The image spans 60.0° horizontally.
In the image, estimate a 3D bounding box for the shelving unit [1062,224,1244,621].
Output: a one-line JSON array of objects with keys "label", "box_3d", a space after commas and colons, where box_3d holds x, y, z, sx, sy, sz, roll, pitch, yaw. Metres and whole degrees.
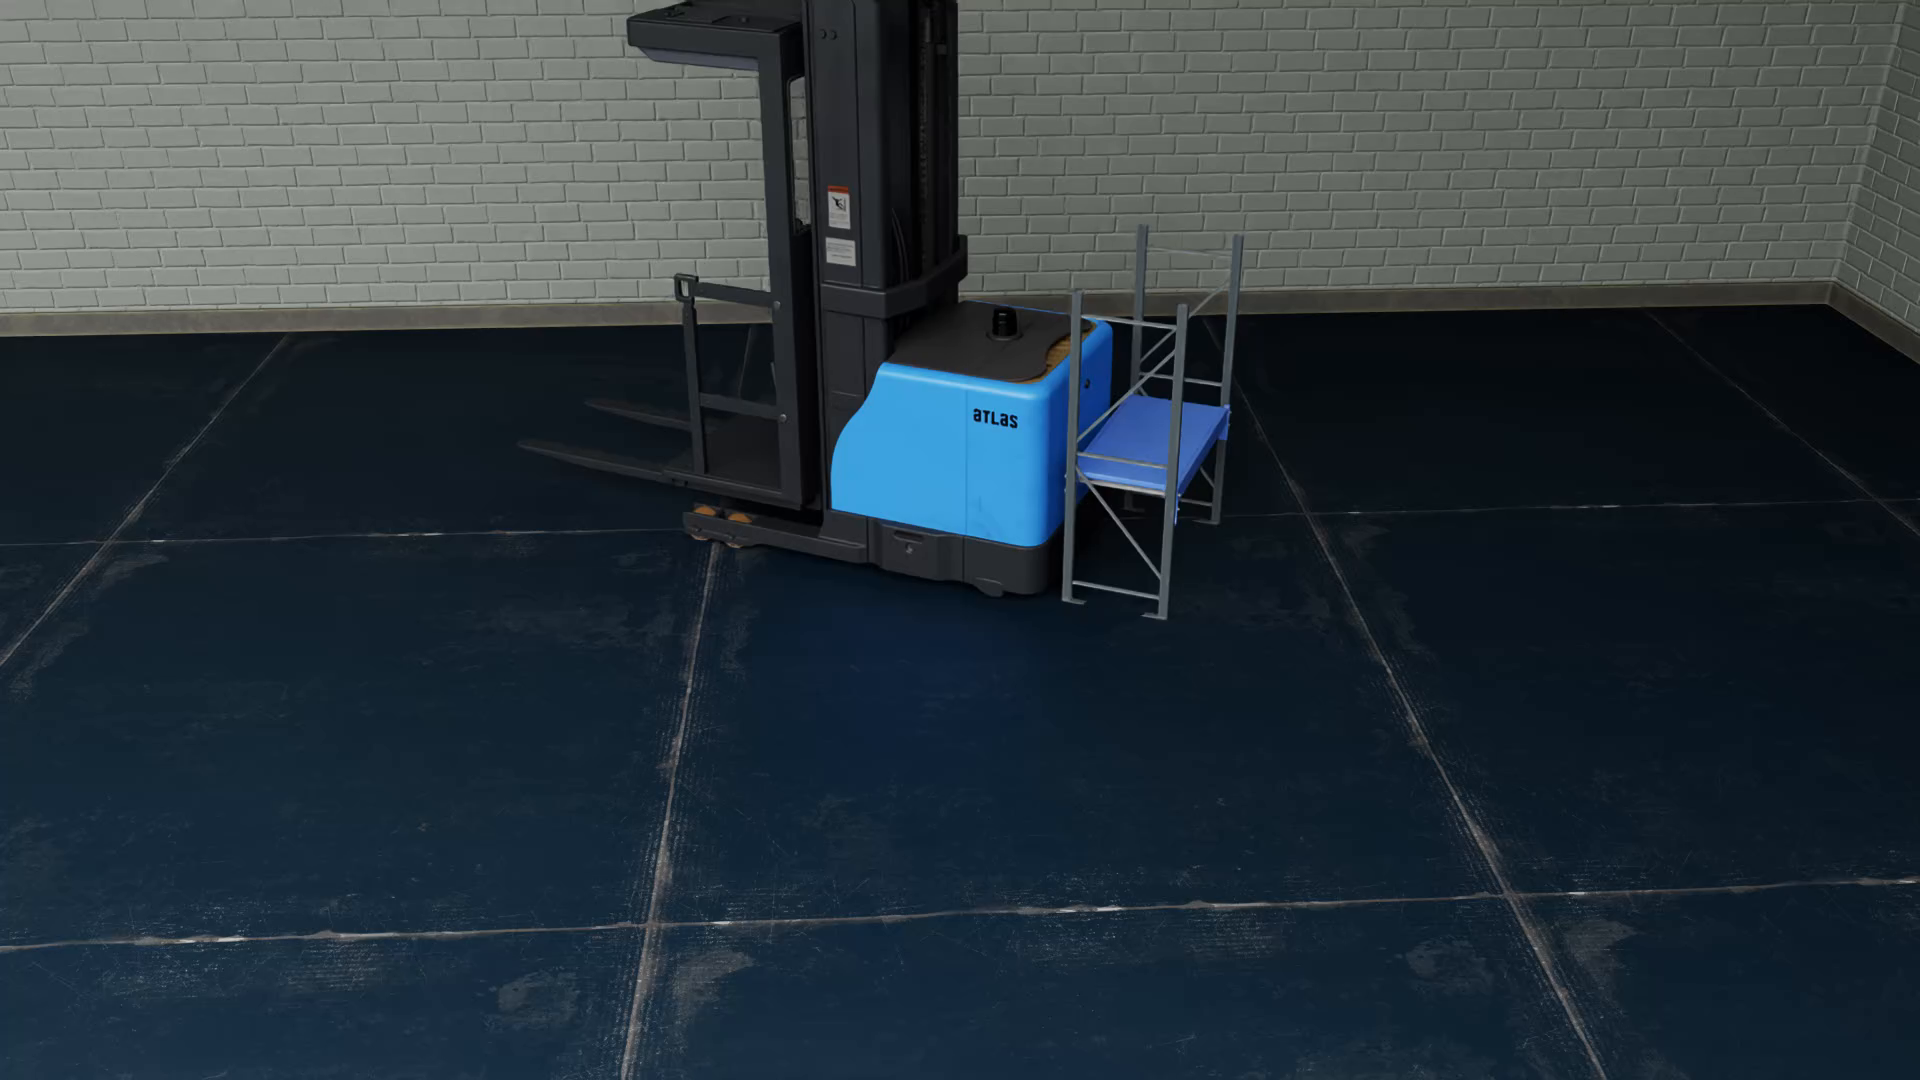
[{"label": "shelving unit", "box_3d": [0.894, -0.565, 7.712, 0.538, 1.500, 1.048, 10, 29, 19]}]

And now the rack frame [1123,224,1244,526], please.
[{"label": "rack frame", "box_3d": [1.078, -0.784, 8.132, 0.500, 1.500, 0.032, 10, 29, 19]}]

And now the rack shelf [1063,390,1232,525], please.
[{"label": "rack shelf", "box_3d": [0.894, -0.406, 7.795, 0.538, 0.185, 1.000, 10, 29, 19]}]

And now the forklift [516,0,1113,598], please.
[{"label": "forklift", "box_3d": [-0.818, -1.470, 7.900, 3.031, 2.935, 1.130, 11, 30, 21]}]

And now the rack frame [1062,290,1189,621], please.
[{"label": "rack frame", "box_3d": [0.710, -0.346, 7.291, 0.500, 1.500, 0.032, 10, 29, 19]}]
